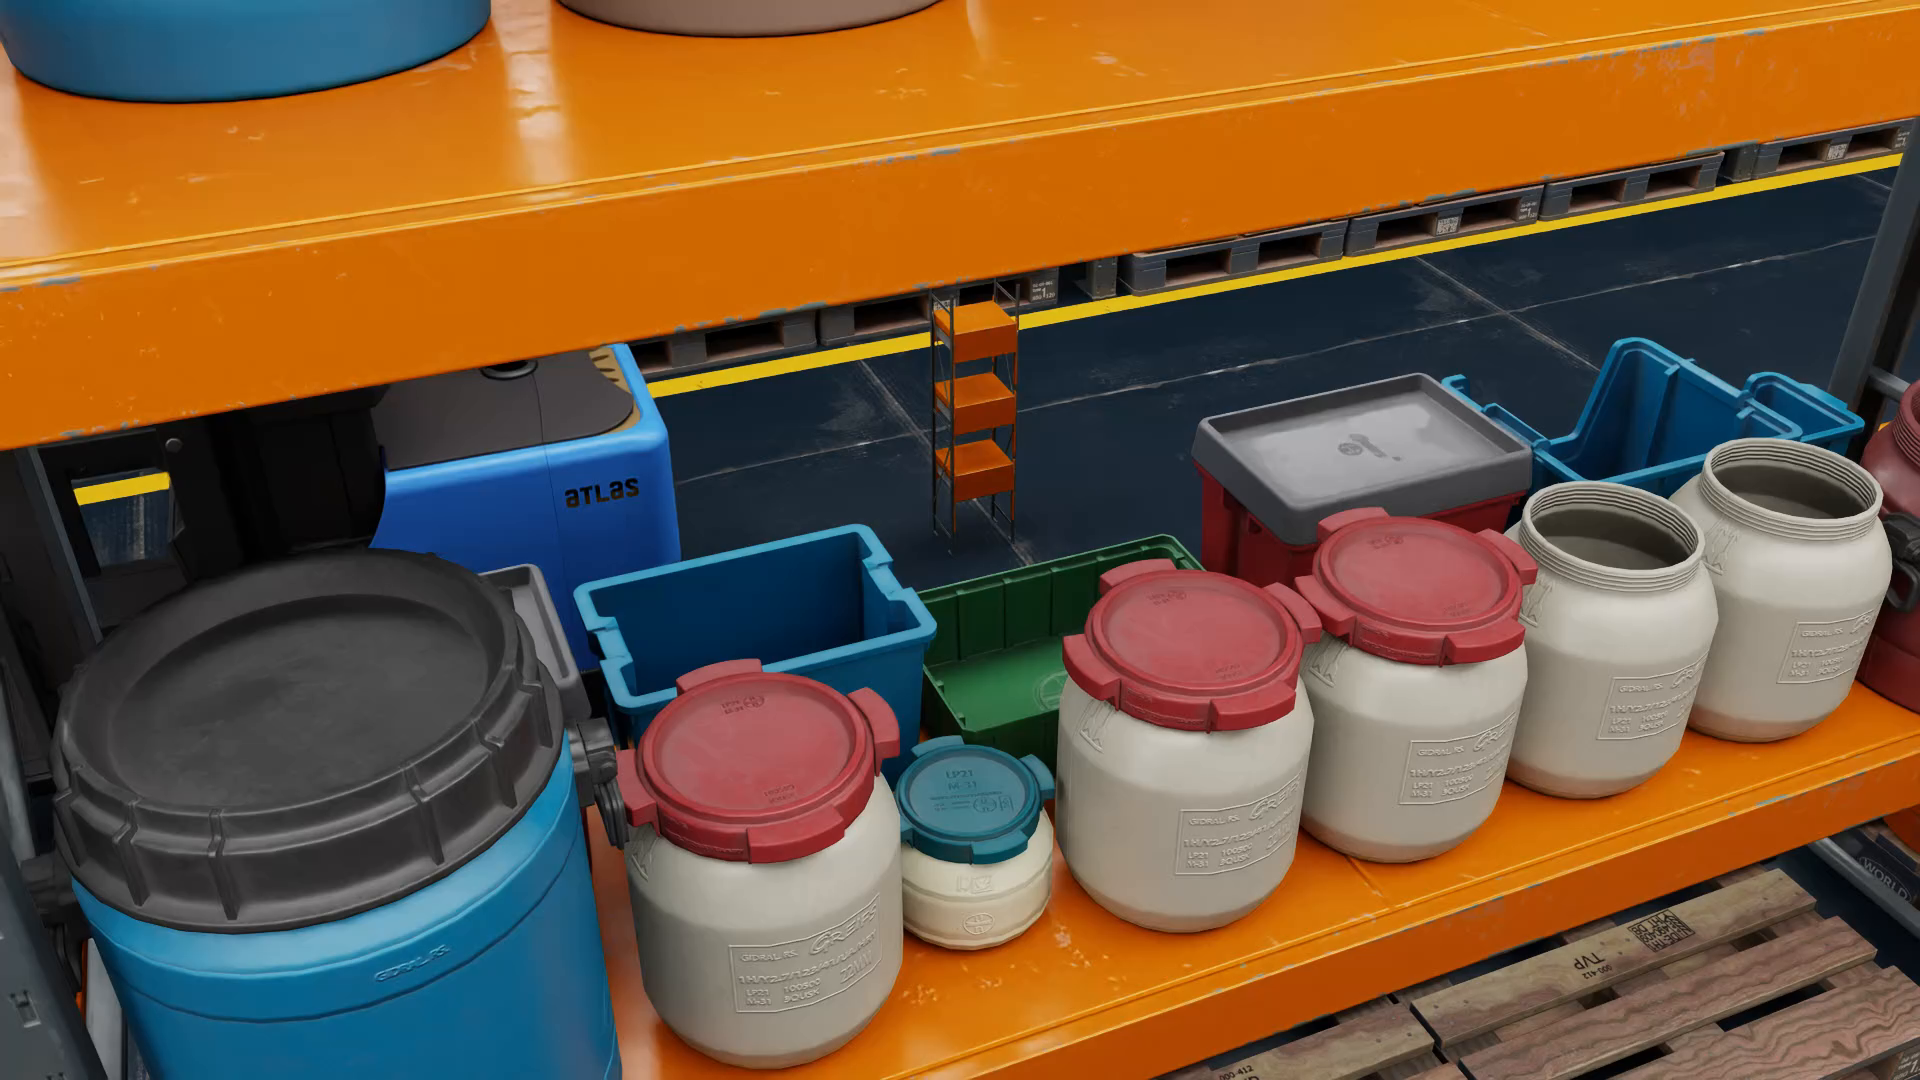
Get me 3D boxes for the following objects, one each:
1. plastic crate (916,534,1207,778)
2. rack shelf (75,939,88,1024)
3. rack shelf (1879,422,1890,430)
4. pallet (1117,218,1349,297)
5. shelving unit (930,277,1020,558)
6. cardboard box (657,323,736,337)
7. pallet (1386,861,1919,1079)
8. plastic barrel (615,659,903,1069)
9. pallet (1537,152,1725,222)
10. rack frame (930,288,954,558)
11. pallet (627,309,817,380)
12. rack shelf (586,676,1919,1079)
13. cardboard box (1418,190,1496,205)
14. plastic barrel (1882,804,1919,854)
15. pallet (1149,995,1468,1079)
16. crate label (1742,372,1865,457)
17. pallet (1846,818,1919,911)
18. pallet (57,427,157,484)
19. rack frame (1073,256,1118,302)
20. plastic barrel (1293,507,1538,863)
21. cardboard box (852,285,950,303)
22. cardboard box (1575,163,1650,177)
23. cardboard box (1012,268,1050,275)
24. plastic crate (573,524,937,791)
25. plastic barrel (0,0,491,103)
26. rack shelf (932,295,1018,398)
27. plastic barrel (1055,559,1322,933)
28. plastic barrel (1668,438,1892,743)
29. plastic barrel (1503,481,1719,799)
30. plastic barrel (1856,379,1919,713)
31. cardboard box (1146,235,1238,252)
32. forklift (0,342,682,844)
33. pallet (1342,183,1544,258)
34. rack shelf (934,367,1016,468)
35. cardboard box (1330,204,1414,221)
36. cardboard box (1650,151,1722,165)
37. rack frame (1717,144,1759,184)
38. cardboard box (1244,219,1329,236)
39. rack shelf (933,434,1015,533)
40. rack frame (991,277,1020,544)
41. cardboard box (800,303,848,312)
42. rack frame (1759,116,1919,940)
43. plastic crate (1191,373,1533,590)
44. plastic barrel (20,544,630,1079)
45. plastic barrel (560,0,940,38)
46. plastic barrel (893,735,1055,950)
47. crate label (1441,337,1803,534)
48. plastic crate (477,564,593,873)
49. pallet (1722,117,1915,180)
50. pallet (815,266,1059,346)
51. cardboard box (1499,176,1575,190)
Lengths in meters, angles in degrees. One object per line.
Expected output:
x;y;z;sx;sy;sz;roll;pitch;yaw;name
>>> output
0.229;0.245;3.317;0.662;0.188;0.450;-13;35;-19;plastic crate
-3.112;1.390;2.024;4.000;0.370;1.077;-13;35;-19;rack shelf
4.264;-0.299;4.619;4.000;0.370;1.077;-13;35;-19;rack shelf
1.209;-1.640;8.577;1.213;0.211;1.003;-13;35;-19;pallet
0.049;-0.451;5.981;0.252;1.050;0.215;-13;35;-19;shelving unit
-1.296;-1.135;7.380;0.500;0.250;0.500;-12;35;-18;cardboard box
1.691;1.134;4.313;1.213;0.211;1.003;-13;35;-19;pallet
-0.301;0.517;2.580;0.433;0.535;0.433;0;33;0;plastic barrel
3.459;-2.155;9.369;1.213;0.211;1.003;-13;35;-19;pallet
-0.063;-0.426;5.941;0.008;1.050;0.200;-13;35;-19;rack frame
-1.391;-1.092;7.734;1.213;0.211;1.003;-13;35;-19;pallet
0.576;0.545;3.321;4.000;0.370;1.077;-13;35;-19;rack shelf
2.461;-2.089;8.599;0.500;0.500;0.500;-14;36;-21;cardboard box
2.865;0.443;4.423;0.708;0.830;0.600;-13;35;-19;plastic barrel
0.568;1.390;3.921;1.213;0.211;1.003;-13;35;-19;pallet
1.887;-0.208;3.973;0.416;0.233;0.303;-13;35;-19;crate label
3.131;0.803;4.823;1.213;0.211;1.003;-13;35;-19;pallet
-3.931;-0.510;6.840;1.213;0.211;1.003;-13;35;-19;pallet
0.506;-2.670;7.604;0.127;3.000;1.000;-13;35;-19;rack frame
0.775;0.271;2.959;0.433;0.535;0.433;0;33;0;plastic barrel
-0.358;-1.349;7.710;0.500;0.250;0.500;-13;35;-19;cardboard box
3.391;-2.303;8.928;0.500;0.500;0.500;-13;35;-19;cardboard box
0.116;-1.460;7.880;0.500;0.250;0.500;-12;35;-18;cardboard box
-0.371;0.283;3.079;0.575;0.384;0.392;-13;35;-19;plastic crate
-0.883;-1.018;1.854;0.708;0.901;0.600;-13;35;-19;plastic barrel
0.049;-0.680;5.832;0.240;0.259;0.215;-13;35;-19;rack shelf
0.376;0.362;2.818;0.433;0.535;0.433;0;33;0;plastic barrel
1.555;0.099;3.245;0.421;0.512;0.421;0;33;0;plastic barrel
1.166;0.188;3.108;0.421;0.512;0.421;0;33;0;plastic barrel
2.110;0.015;3.352;0.708;0.536;0.600;-13;35;-19;plastic barrel
1.037;-1.759;8.092;0.500;0.500;0.500;-11;35;-17;cardboard box
-2.407;-0.610;4.500;3.031;2.935;1.130;-12;35;-17;forklift
2.332;-1.896;8.970;1.213;0.211;1.003;-13;35;-19;pallet
0.049;-0.442;5.987;0.240;0.259;0.215;-13;35;-19;rack shelf
1.982;-1.976;8.425;0.500;0.500;0.500;-13;35;-20;cardboard box
3.850;-2.403;9.082;0.500;0.500;0.500;-13;35;-19;cardboard box
4.194;-3.515;8.902;0.127;3.000;1.000;-13;35;-19;rack frame
1.517;-1.873;8.266;0.500;0.500;0.500;-14;36;-21;cardboard box
0.049;-0.210;6.138;0.240;0.259;0.215;-13;35;-19;rack shelf
0.162;-0.477;6.021;0.008;1.050;0.200;-13;35;-19;rack frame
-0.823;-1.245;7.549;0.500;0.250;0.500;-12;35;-18;cardboard box
2.420;-0.179;3.774;0.127;3.000;1.000;-13;35;-19;rack frame
0.812;-0.018;3.469;0.583;0.464;0.402;-13;35;-19;plastic crate
-0.794;0.526;2.231;0.708;0.901;0.600;-13;35;-19;plastic barrel
-0.280;-1.156;2.066;0.600;0.901;0.600;0;33;0;plastic barrel
0.012;0.522;2.825;0.301;0.262;0.301;0;33;0;plastic barrel
1.400;-0.120;3.651;0.616;0.435;0.502;-13;35;-19;crate label
-0.940;0.383;2.852;0.583;0.464;0.402;-13;35;-19;plastic crate
4.828;-2.490;9.884;1.213;0.211;1.003;-13;35;-19;pallet
-0.268;-1.347;8.127;1.213;0.211;1.003;-13;35;-19;pallet
2.929;-2.197;8.765;0.500;0.500;0.500;-12;35;-18;cardboard box
